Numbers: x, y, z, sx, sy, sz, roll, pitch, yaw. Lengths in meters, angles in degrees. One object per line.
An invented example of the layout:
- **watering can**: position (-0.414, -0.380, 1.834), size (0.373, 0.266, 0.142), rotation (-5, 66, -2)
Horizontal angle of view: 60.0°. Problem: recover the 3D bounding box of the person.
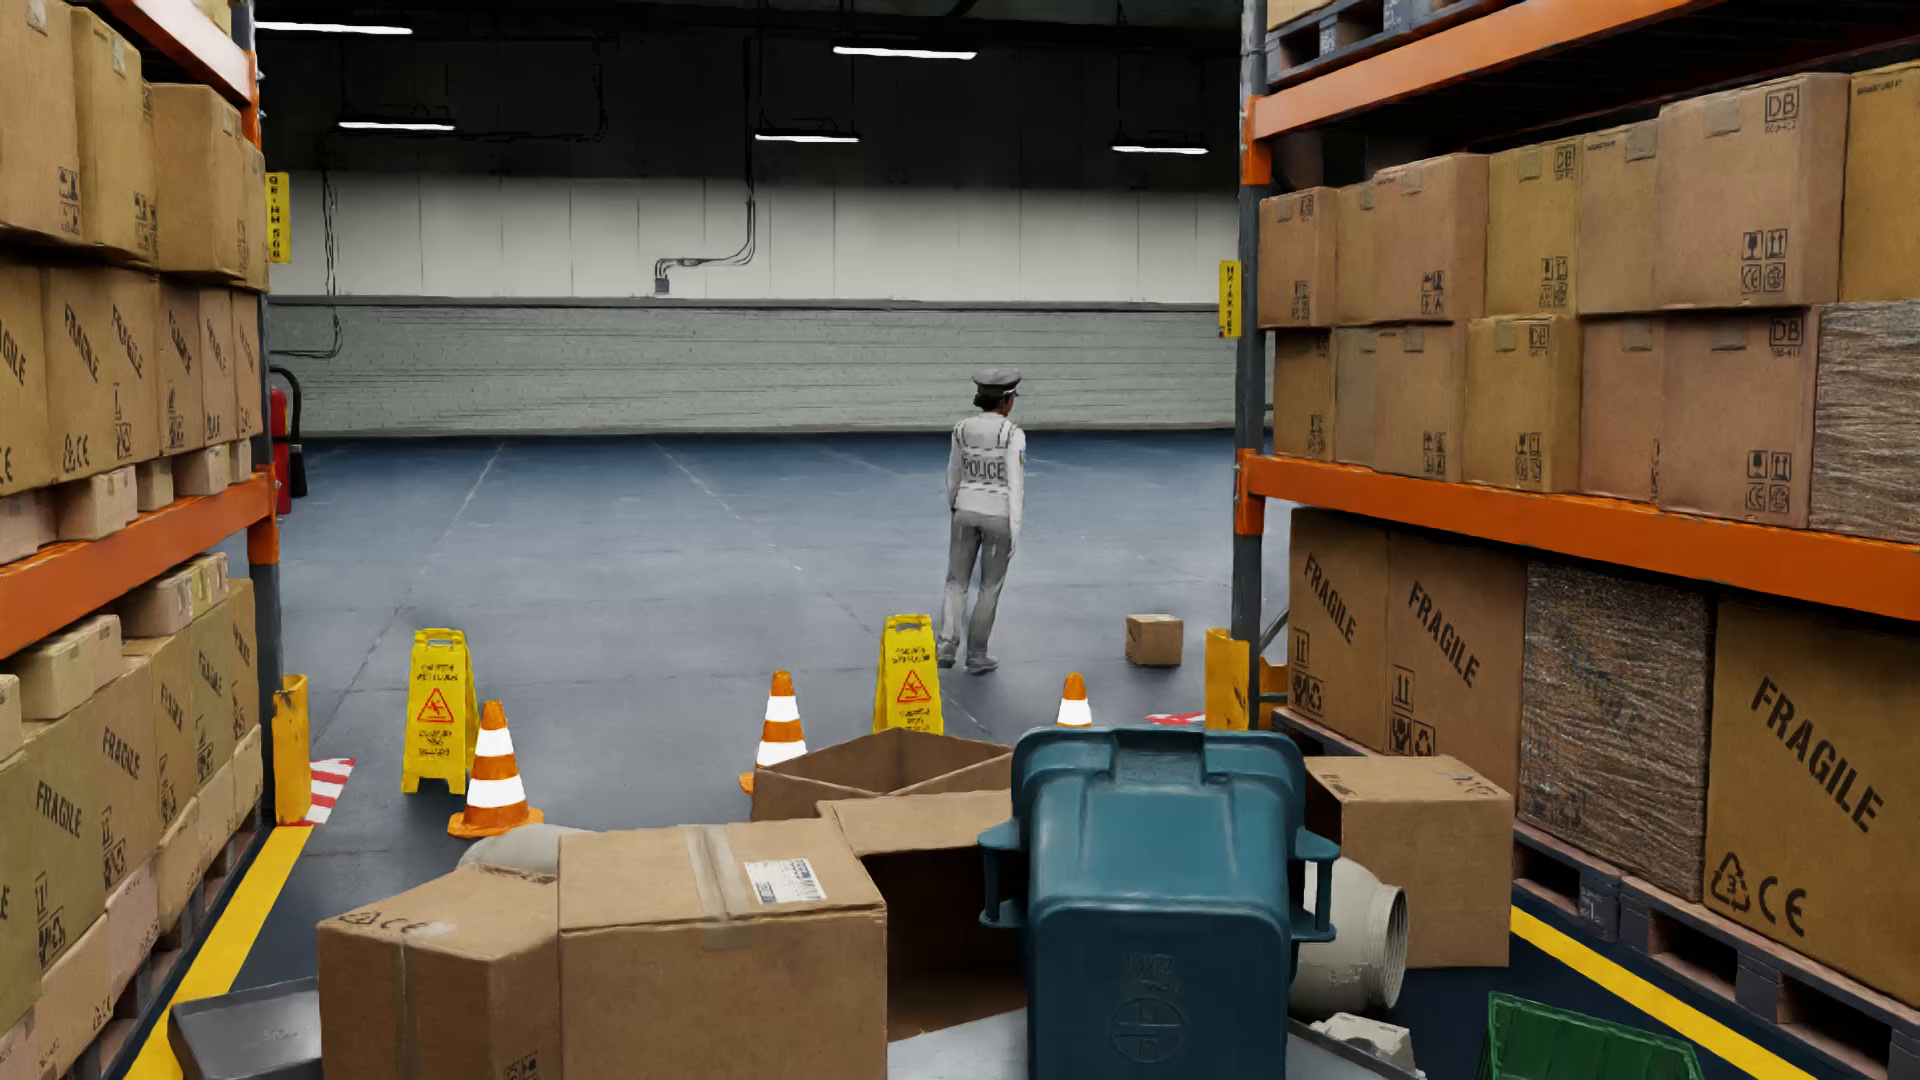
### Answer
- **person**: position (0.111, -0.088, 8.946), size (0.511, 1.657, 0.632), rotation (2, 7, 19)
